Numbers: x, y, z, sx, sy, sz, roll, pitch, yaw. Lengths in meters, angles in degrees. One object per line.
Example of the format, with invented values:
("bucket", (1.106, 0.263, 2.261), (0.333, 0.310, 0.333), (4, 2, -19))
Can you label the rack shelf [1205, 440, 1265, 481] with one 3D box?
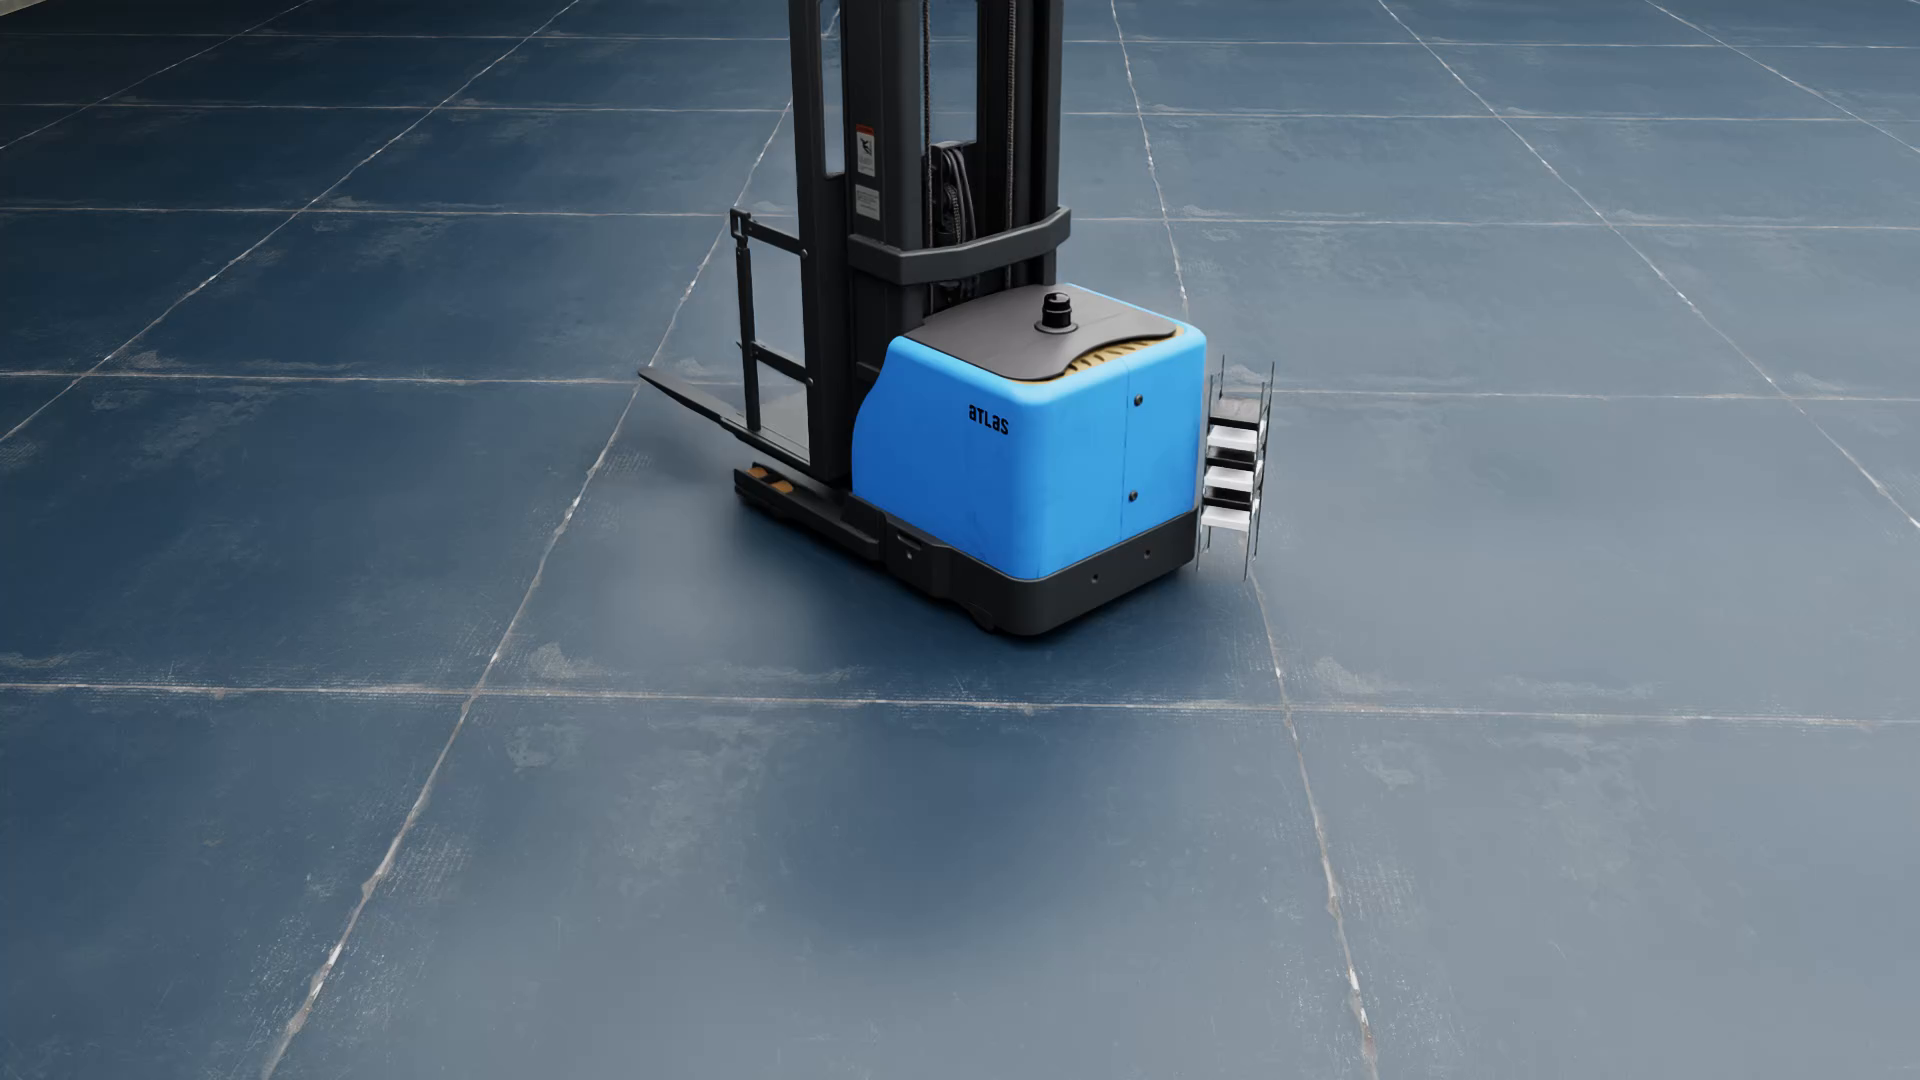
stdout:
("rack shelf", (1.129, -0.341, 6.812), (0.200, 0.077, 0.258), (10, 29, 18))

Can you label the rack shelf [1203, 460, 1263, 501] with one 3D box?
("rack shelf", (1.129, -0.262, 6.854), (0.200, 0.077, 0.258), (10, 29, 18))

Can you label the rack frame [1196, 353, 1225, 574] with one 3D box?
("rack frame", (1.034, -0.308, 6.869), (0.006, 0.900, 0.240), (10, 29, 18))

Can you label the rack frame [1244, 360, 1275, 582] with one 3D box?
("rack frame", (1.225, -0.275, 6.808), (0.006, 0.900, 0.240), (10, 29, 18))

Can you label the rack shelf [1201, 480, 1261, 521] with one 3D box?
("rack shelf", (1.129, -0.182, 6.896), (0.200, 0.077, 0.258), (10, 29, 18))

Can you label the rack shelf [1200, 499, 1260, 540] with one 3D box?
("rack shelf", (1.129, -0.103, 6.939), (0.200, 0.077, 0.258), (10, 29, 18))

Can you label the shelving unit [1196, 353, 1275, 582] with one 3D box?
("shelving unit", (1.129, -0.291, 6.839), (0.210, 0.900, 0.258), (10, 29, 18))

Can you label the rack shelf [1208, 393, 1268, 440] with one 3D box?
("rack shelf", (1.130, -0.500, 6.728), (0.200, 0.077, 0.258), (10, 29, 18))

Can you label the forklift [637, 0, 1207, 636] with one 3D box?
("forklift", (-0.373, -1.533, 7.012), (1.130, 2.935, 3.031), (-23, 36, -36))

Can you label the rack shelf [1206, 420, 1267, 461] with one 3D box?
("rack shelf", (1.129, -0.421, 6.770), (0.200, 0.077, 0.258), (10, 29, 18))
